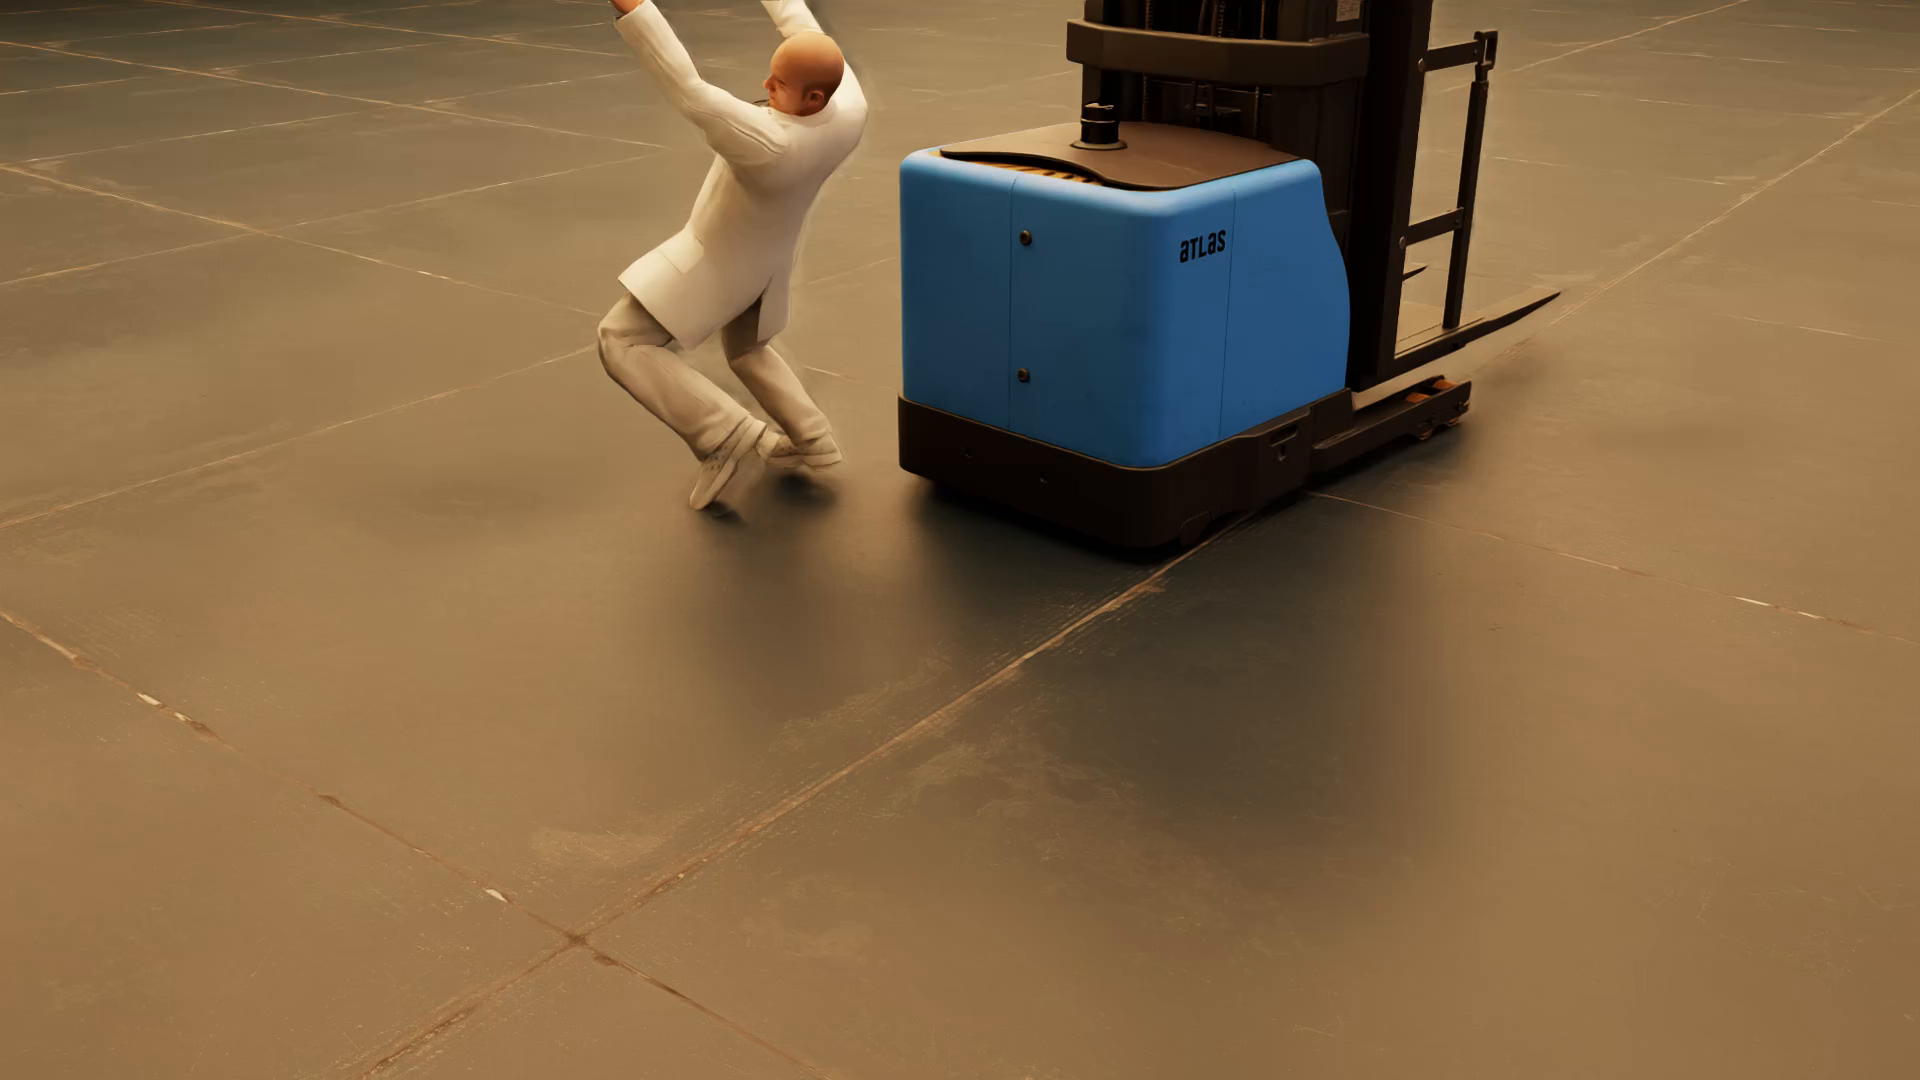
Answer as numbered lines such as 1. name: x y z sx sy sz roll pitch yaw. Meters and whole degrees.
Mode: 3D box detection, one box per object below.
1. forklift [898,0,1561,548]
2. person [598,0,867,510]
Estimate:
1. forklift: 1.180 -1.819 5.525 1.130 2.935 3.031 21 31 39
2. person: -0.677 -0.917 5.057 0.768 1.693 1.011 14 27 29
